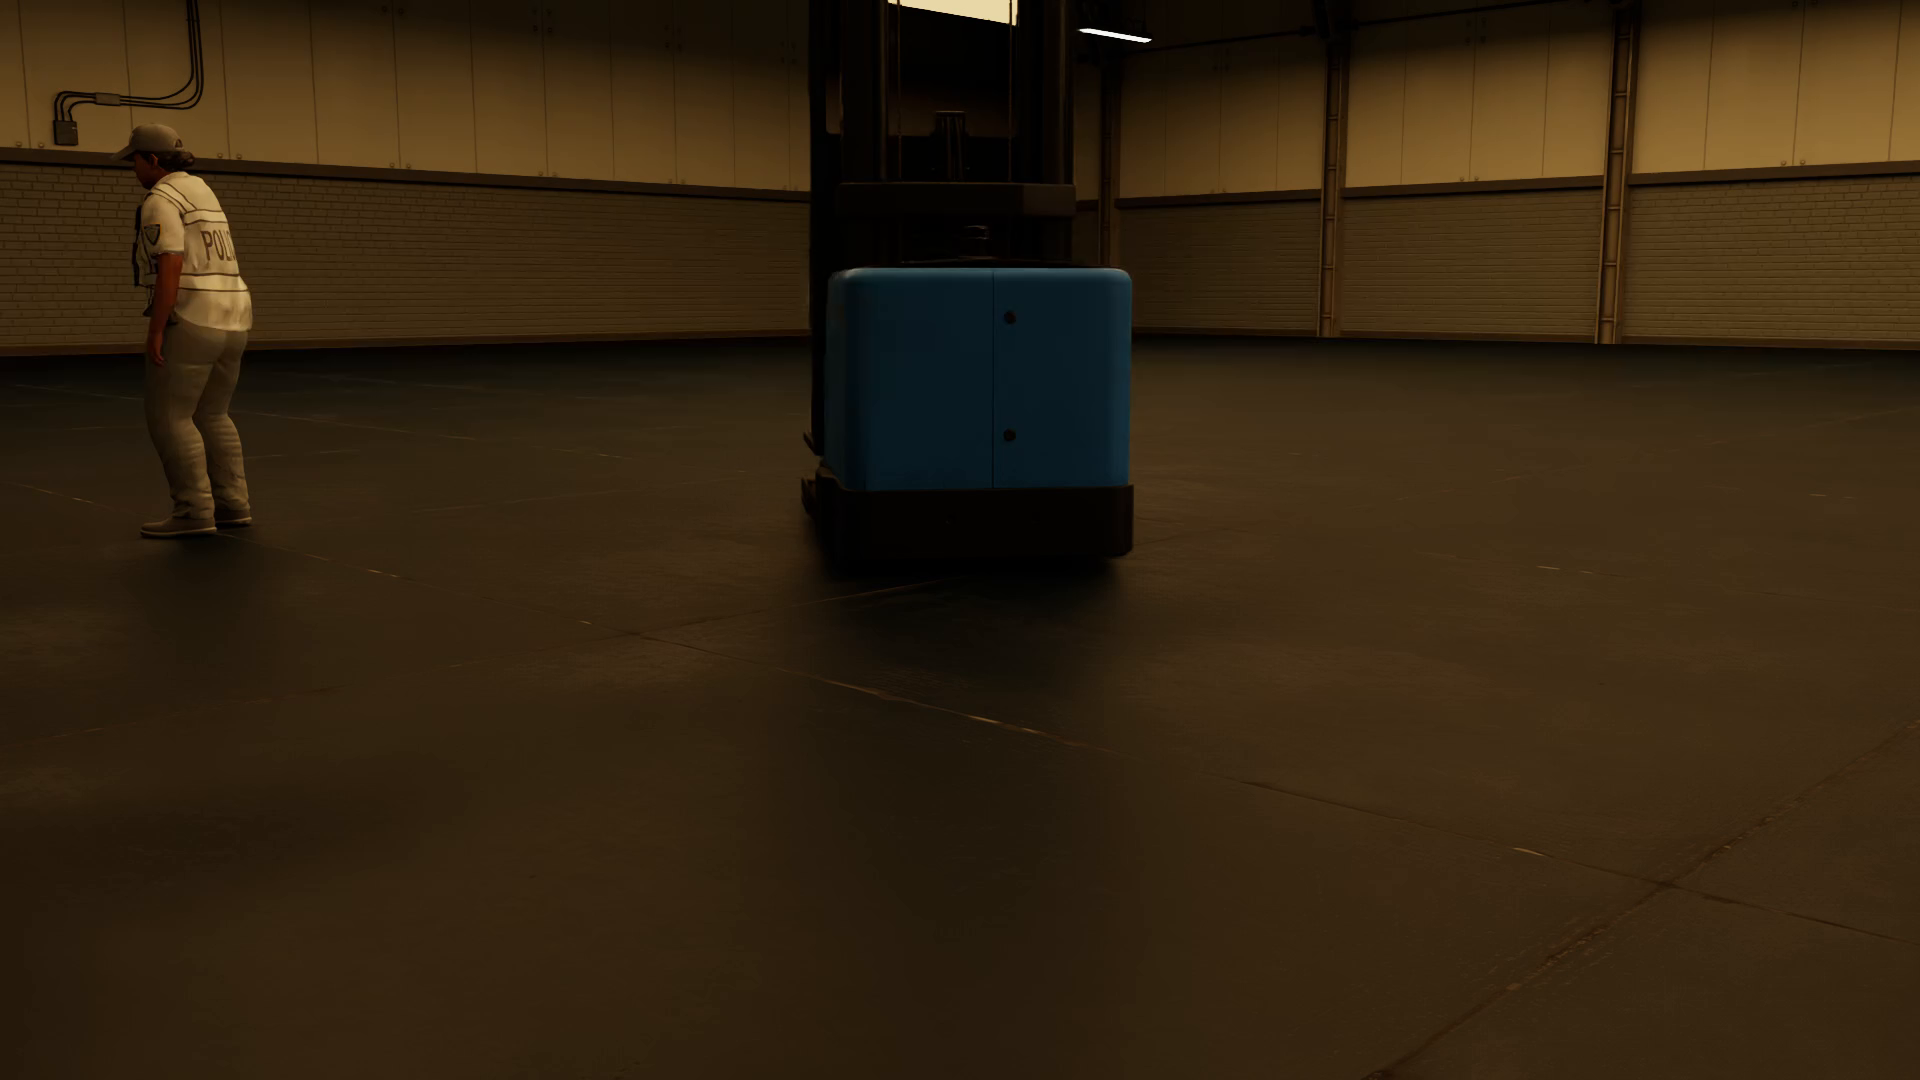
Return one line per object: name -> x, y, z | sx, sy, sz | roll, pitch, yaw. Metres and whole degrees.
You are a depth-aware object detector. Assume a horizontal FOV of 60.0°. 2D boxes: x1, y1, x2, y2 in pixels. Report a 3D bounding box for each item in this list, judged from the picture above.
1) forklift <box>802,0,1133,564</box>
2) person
forklift -> -0.115, -1.541, 7.107 | 1.130, 2.935, 3.031 | -1, 9, -9
person -> -3.182, -0.860, 6.844 | 0.467, 1.665, 0.557 | 0, 9, 3
